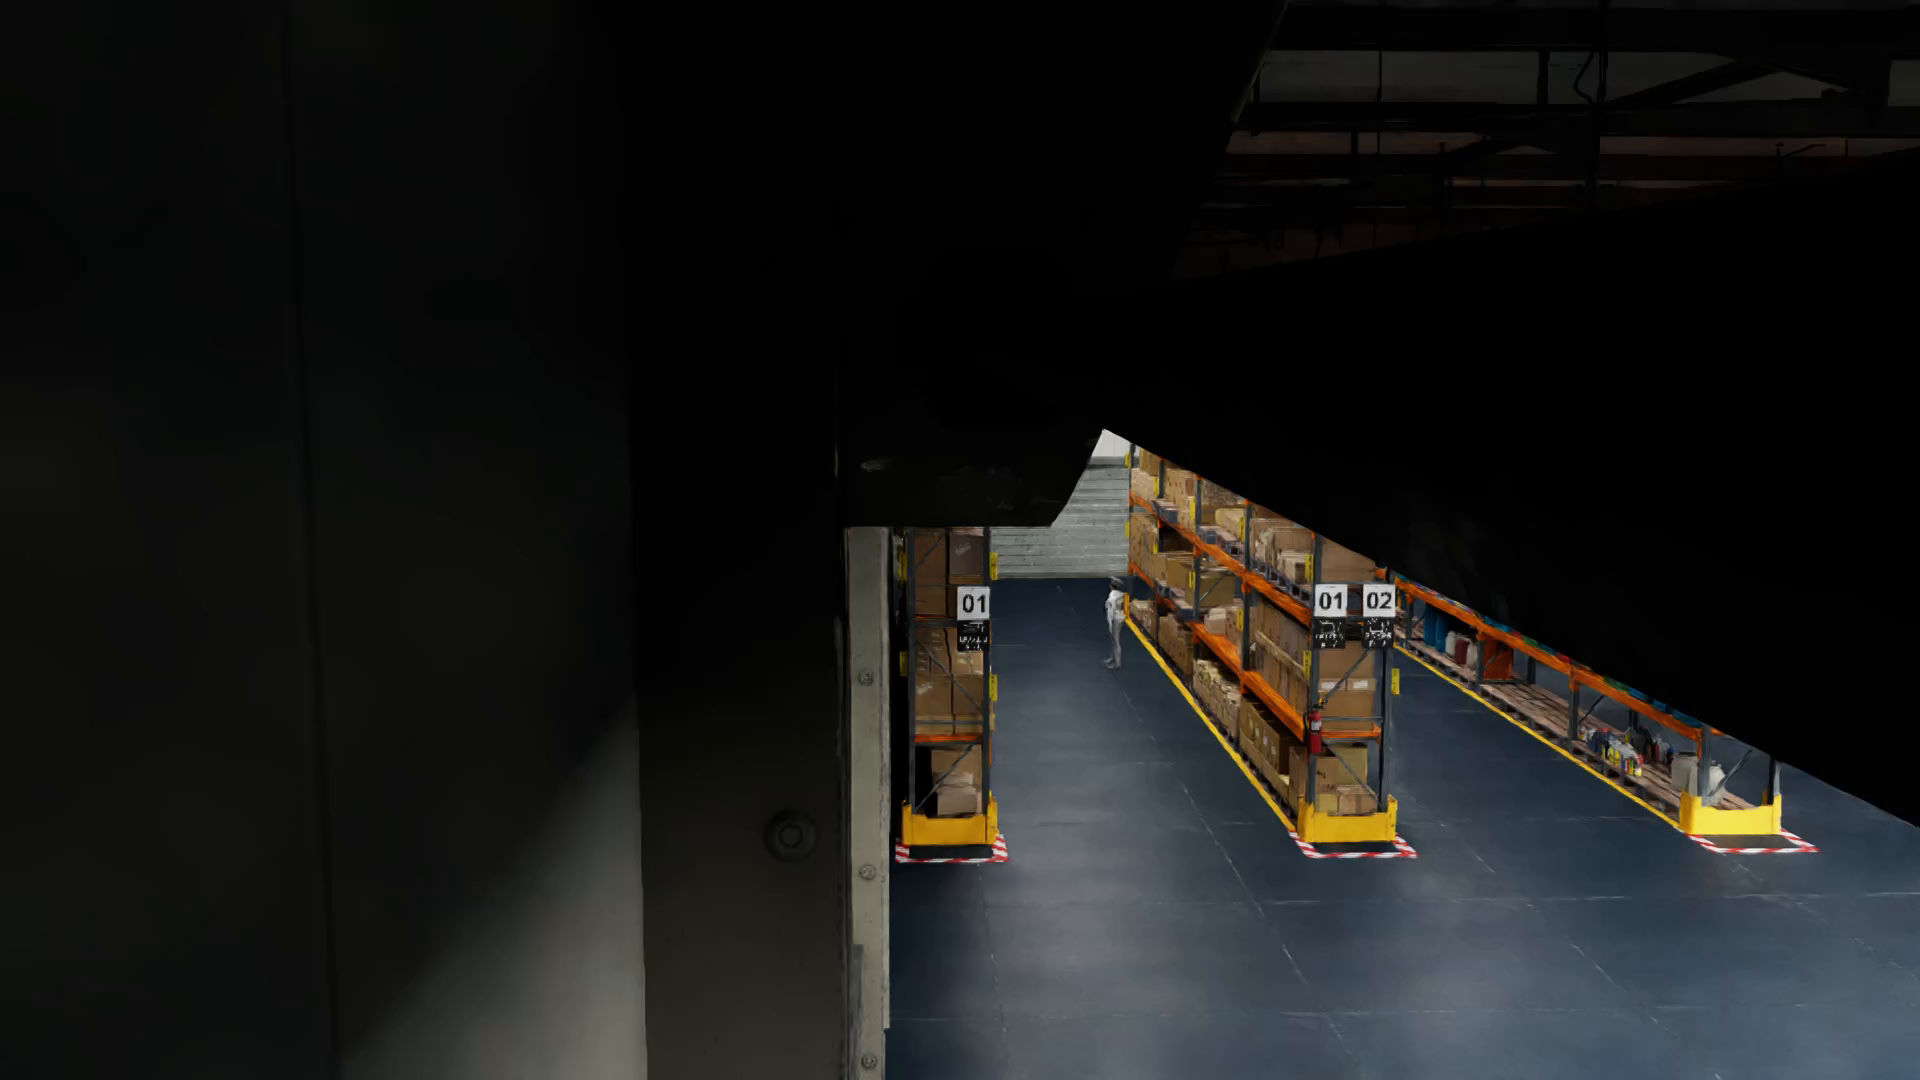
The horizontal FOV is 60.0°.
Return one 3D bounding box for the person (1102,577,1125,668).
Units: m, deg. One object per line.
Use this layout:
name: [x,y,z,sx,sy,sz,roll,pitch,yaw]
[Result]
person: [2.843,1.525,31.004,0.459,1.677,0.524,4,8,28]
